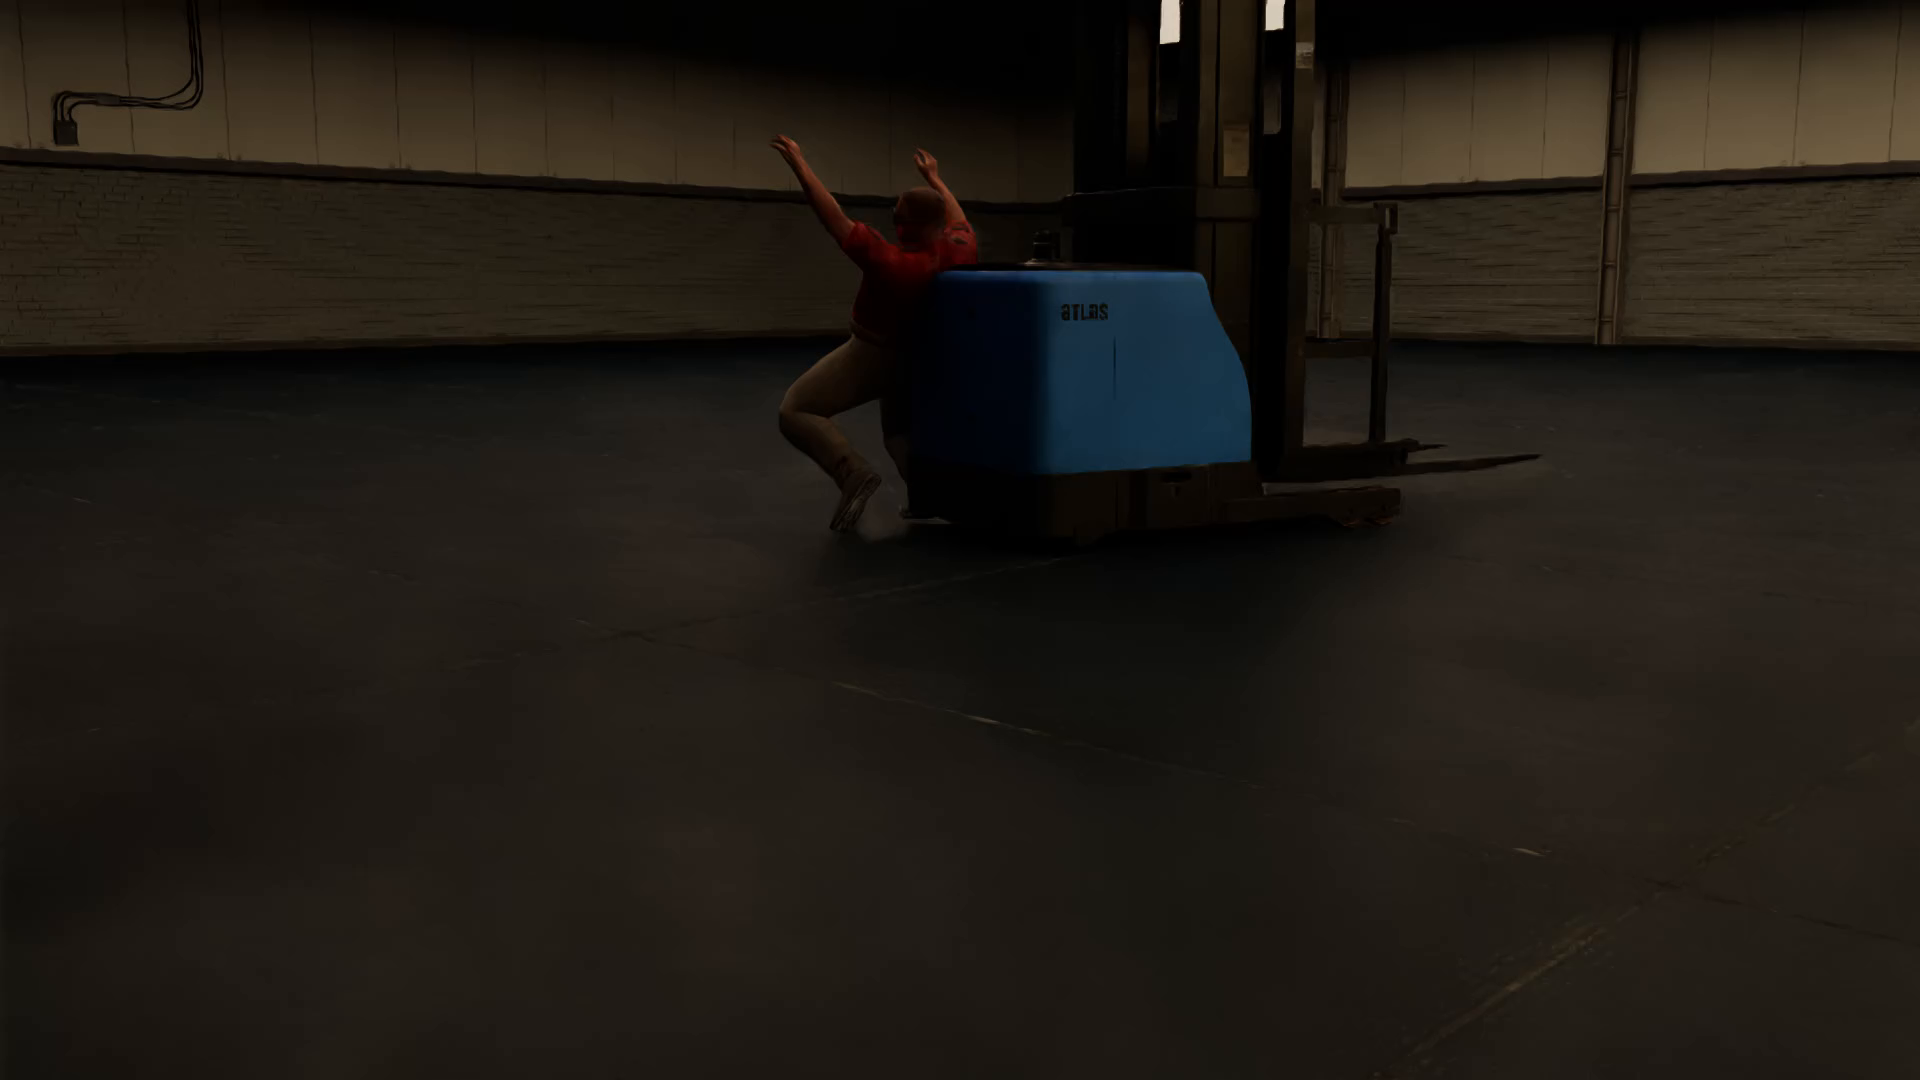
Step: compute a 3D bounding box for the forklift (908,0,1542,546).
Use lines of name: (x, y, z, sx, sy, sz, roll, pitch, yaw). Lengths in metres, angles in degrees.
forklift: (1.309, -1.563, 7.257, 3.031, 2.935, 1.130, -5, 10, -31)

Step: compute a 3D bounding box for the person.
person: (-0.350, -0.839, 6.963, 0.980, 1.642, 0.760, -7, 11, -40)
